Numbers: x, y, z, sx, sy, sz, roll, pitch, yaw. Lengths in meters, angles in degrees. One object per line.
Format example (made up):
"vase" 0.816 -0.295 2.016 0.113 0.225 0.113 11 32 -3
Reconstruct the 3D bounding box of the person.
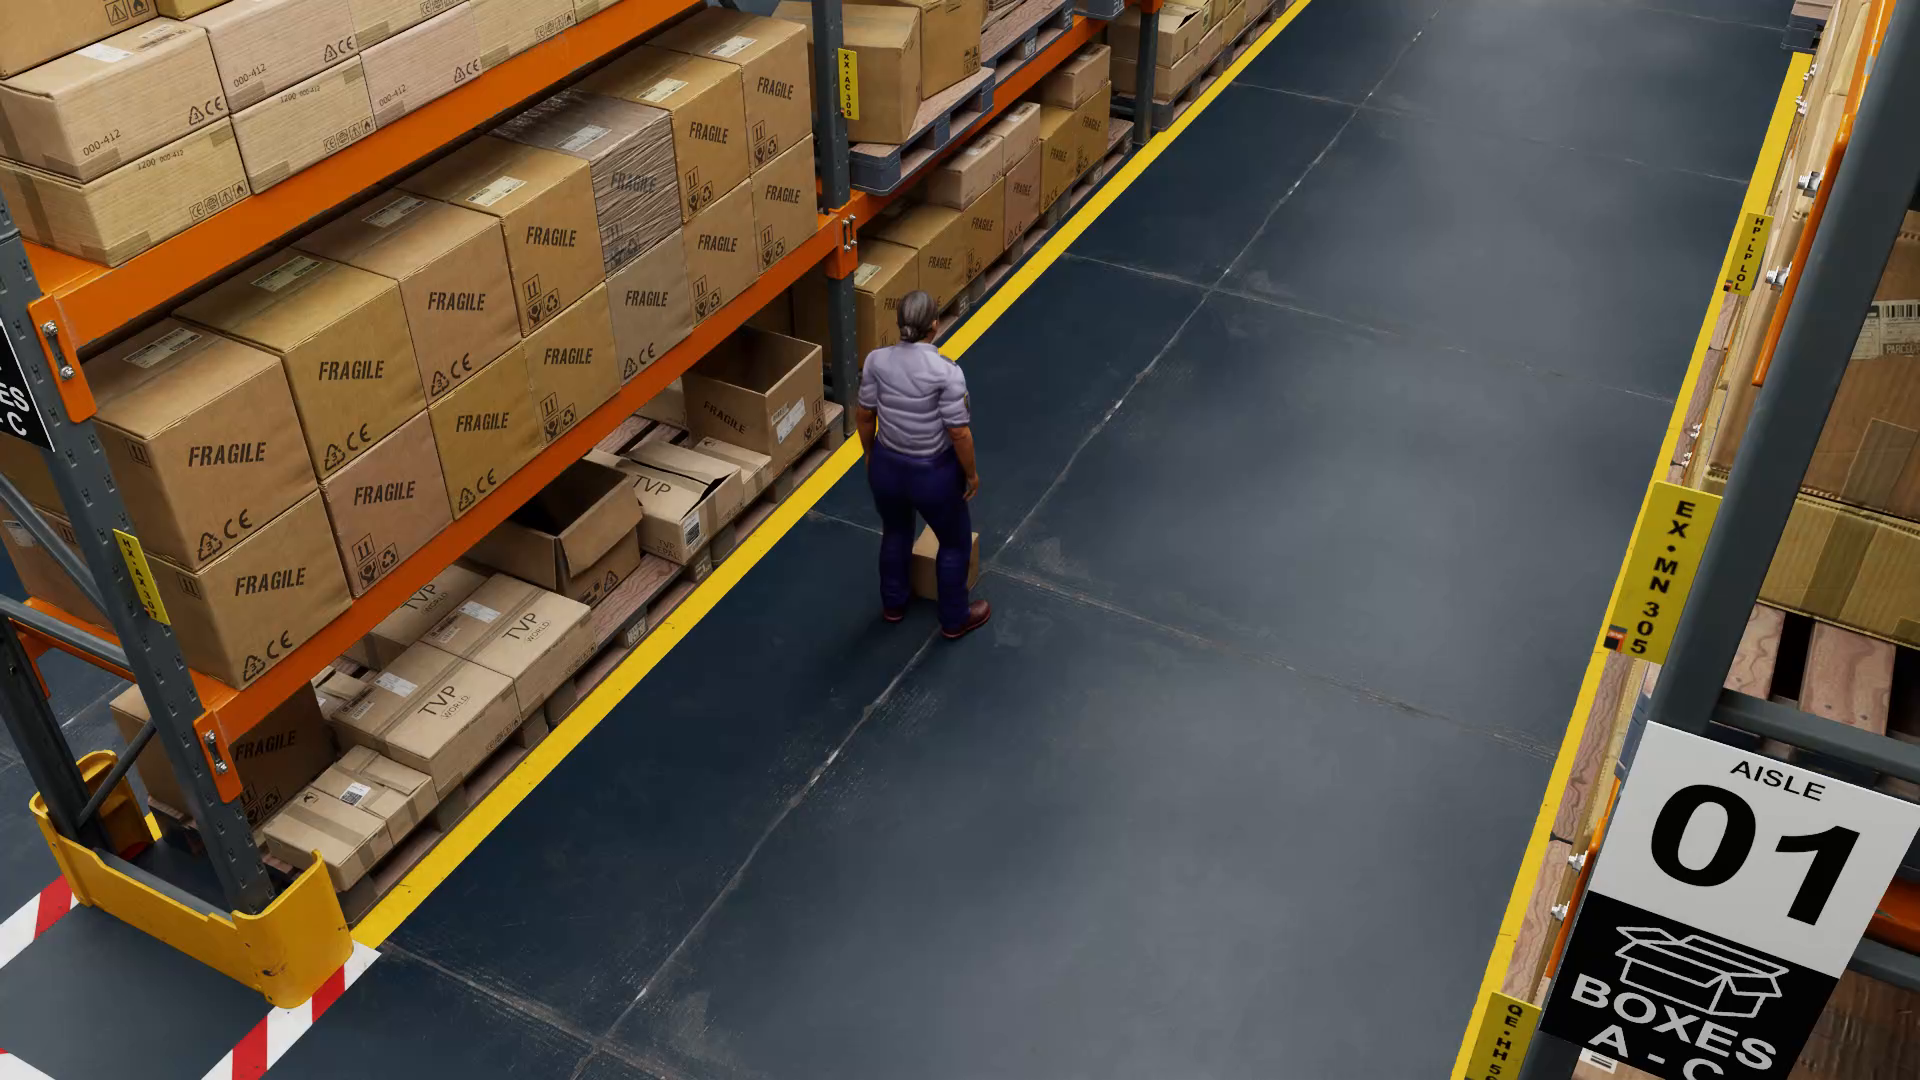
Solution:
"person" -0.165 -0.299 7.135 0.565 1.651 0.371 15 41 18
